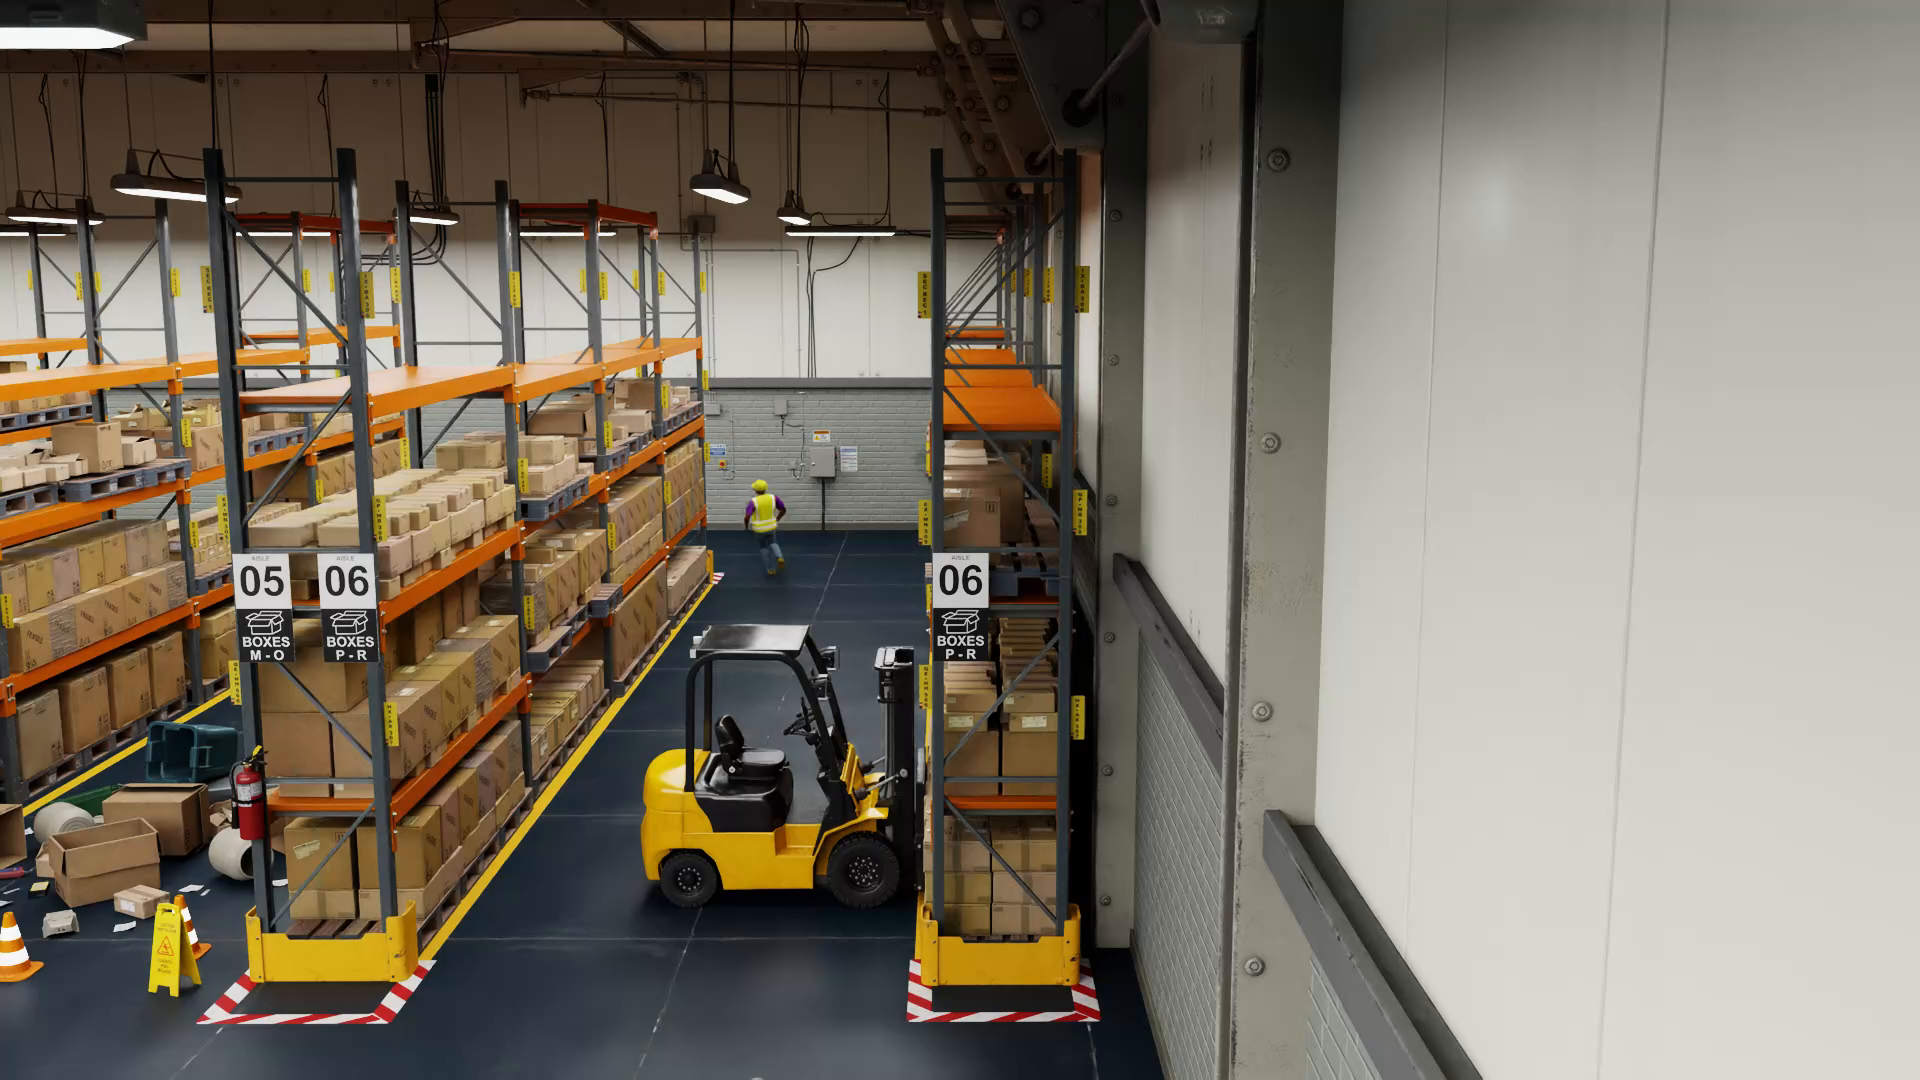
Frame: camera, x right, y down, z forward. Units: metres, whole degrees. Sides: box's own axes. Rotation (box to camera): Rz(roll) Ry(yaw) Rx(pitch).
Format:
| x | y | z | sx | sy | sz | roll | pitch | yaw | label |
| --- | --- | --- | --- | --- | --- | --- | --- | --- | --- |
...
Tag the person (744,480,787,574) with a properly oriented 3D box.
| x | y | z | sx | sy | sz | roll | pitch | yaw | label |
| --- | --- | --- | --- | --- | --- | --- | --- | --- | --- |
| -3.378 | -0.225 | 28.543 | 0.759 | 1.677 | 0.556 | -4 | 10 | -22 | person |
